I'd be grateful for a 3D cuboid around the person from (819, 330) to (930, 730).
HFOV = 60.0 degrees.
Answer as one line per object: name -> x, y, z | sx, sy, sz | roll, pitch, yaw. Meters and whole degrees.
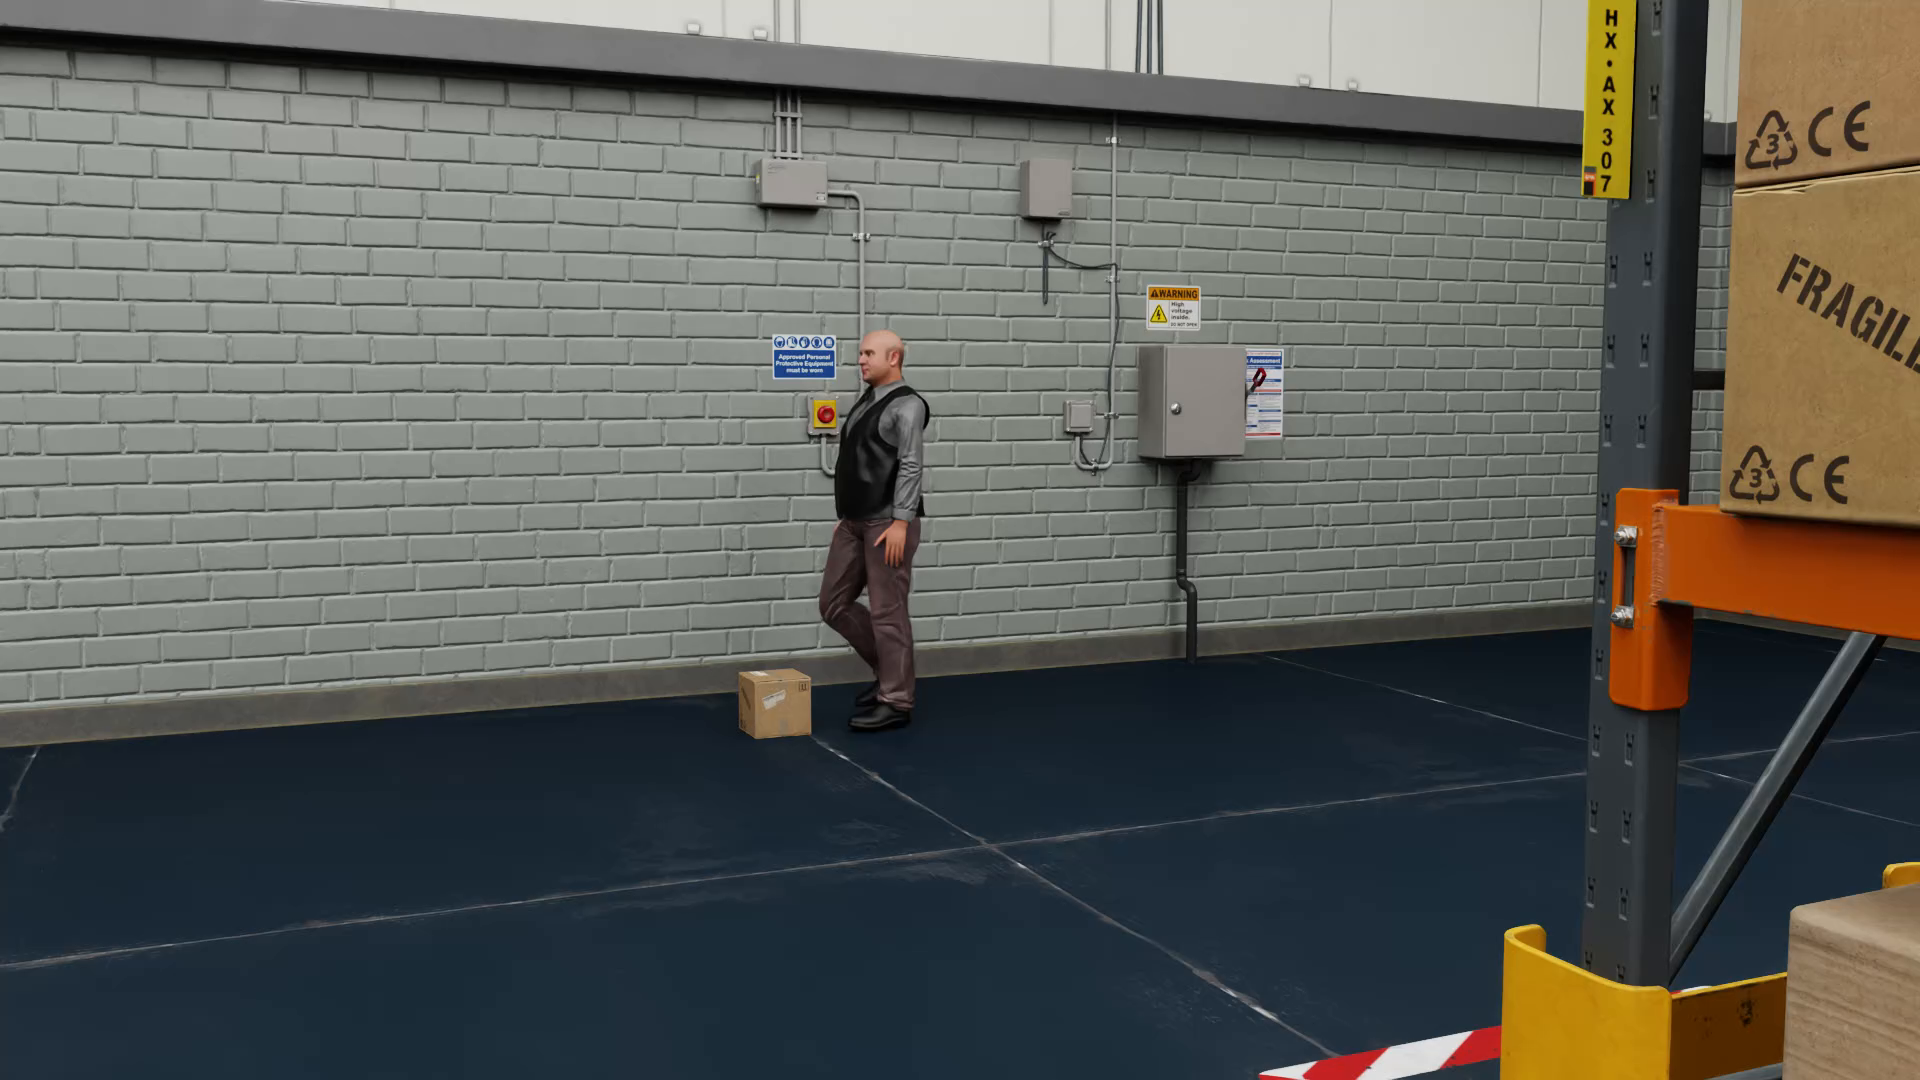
person -> -0.363, -0.055, 7.315 | 0.430, 1.728, 0.558 | -3, 6, -28
